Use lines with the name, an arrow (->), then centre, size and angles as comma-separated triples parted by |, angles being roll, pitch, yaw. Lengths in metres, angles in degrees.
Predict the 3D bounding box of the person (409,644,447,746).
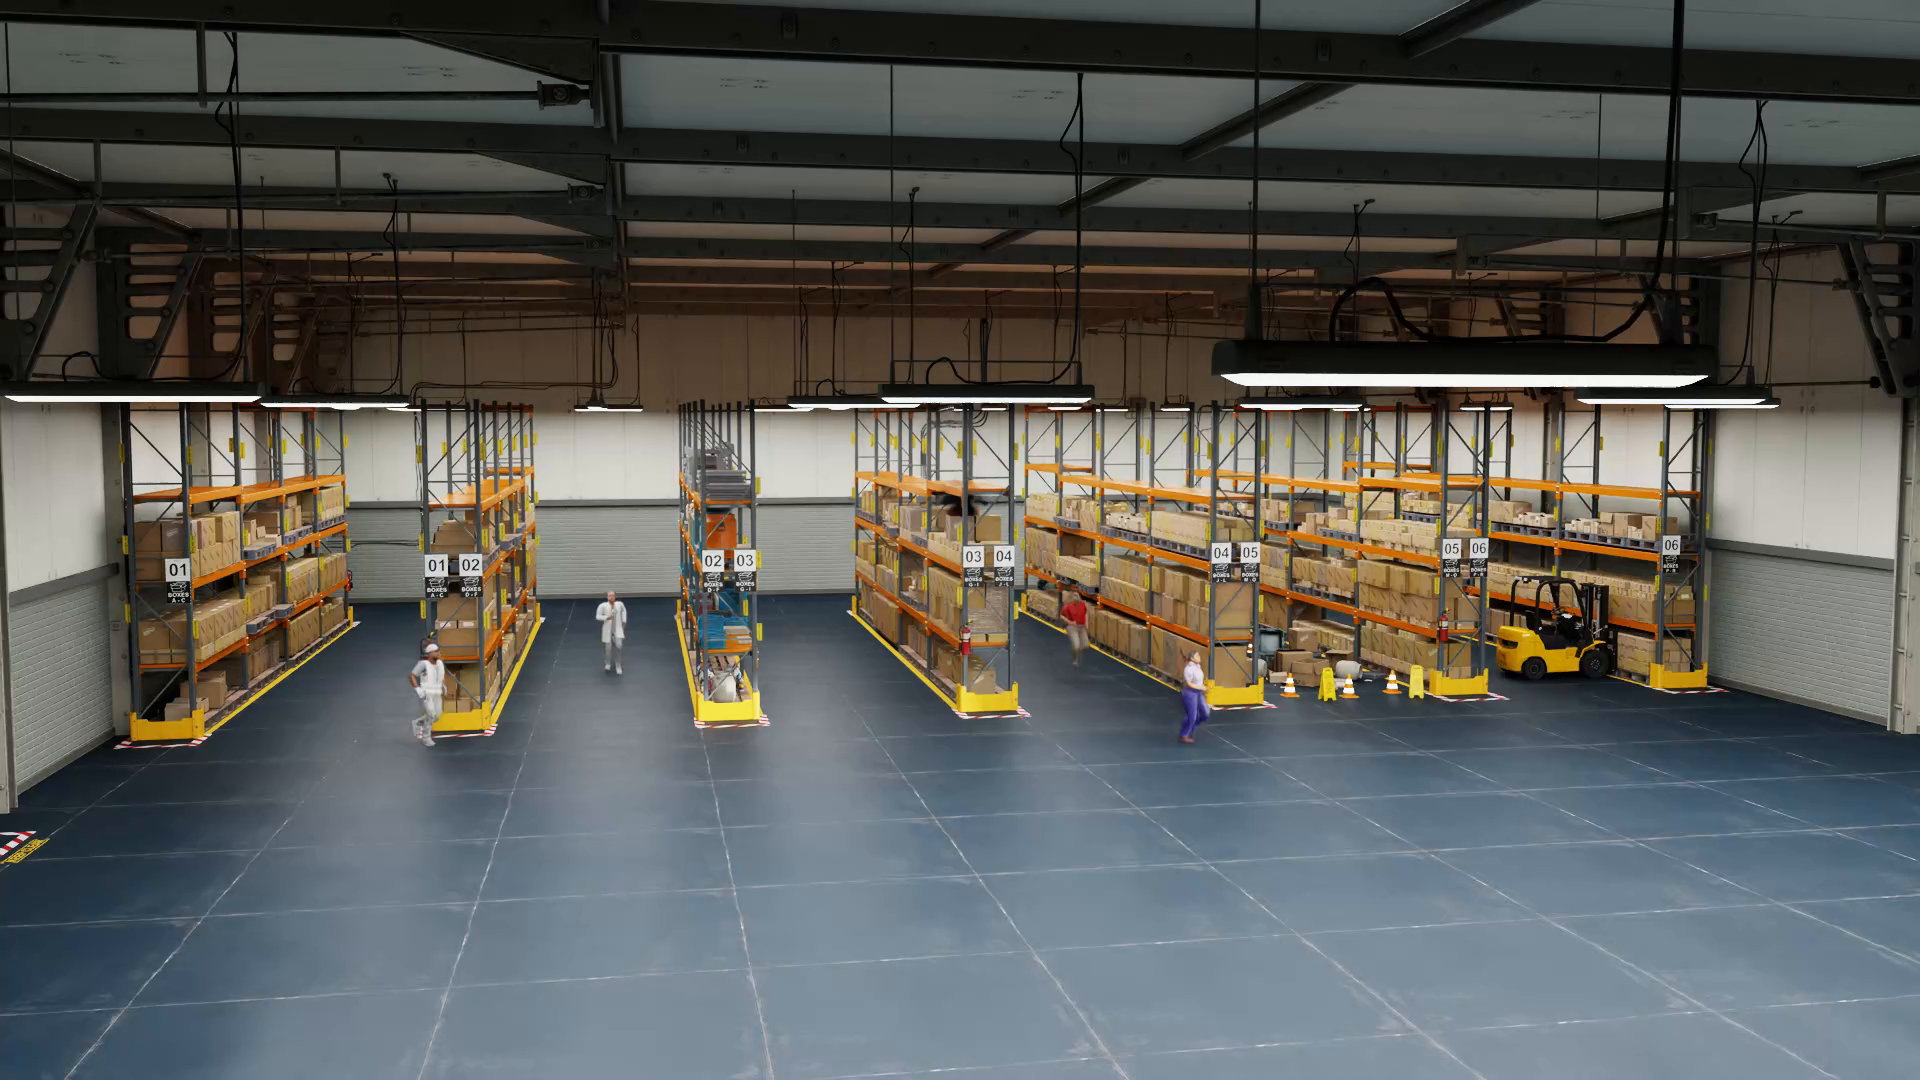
person -> -9.273, 2.682, 29.026 | 0.688, 1.731, 0.734 | 2, 5, 30

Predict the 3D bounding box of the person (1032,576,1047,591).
person -> 2.536, 1.194, 49.826 | 0.656, 1.553, 0.525 | -2, 5, -23

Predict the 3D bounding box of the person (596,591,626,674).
person -> -7.731, 2.057, 36.915 | 0.708, 1.857, 0.839 | -2, 5, -21

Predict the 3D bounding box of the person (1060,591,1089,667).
person -> 2.523, 1.946, 35.987 | 0.719, 1.672, 0.540 | -2, 5, -27

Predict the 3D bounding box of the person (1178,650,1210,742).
person -> 4.107, 2.731, 29.005 | 0.600, 1.600, 0.628 | 2, 5, 29
